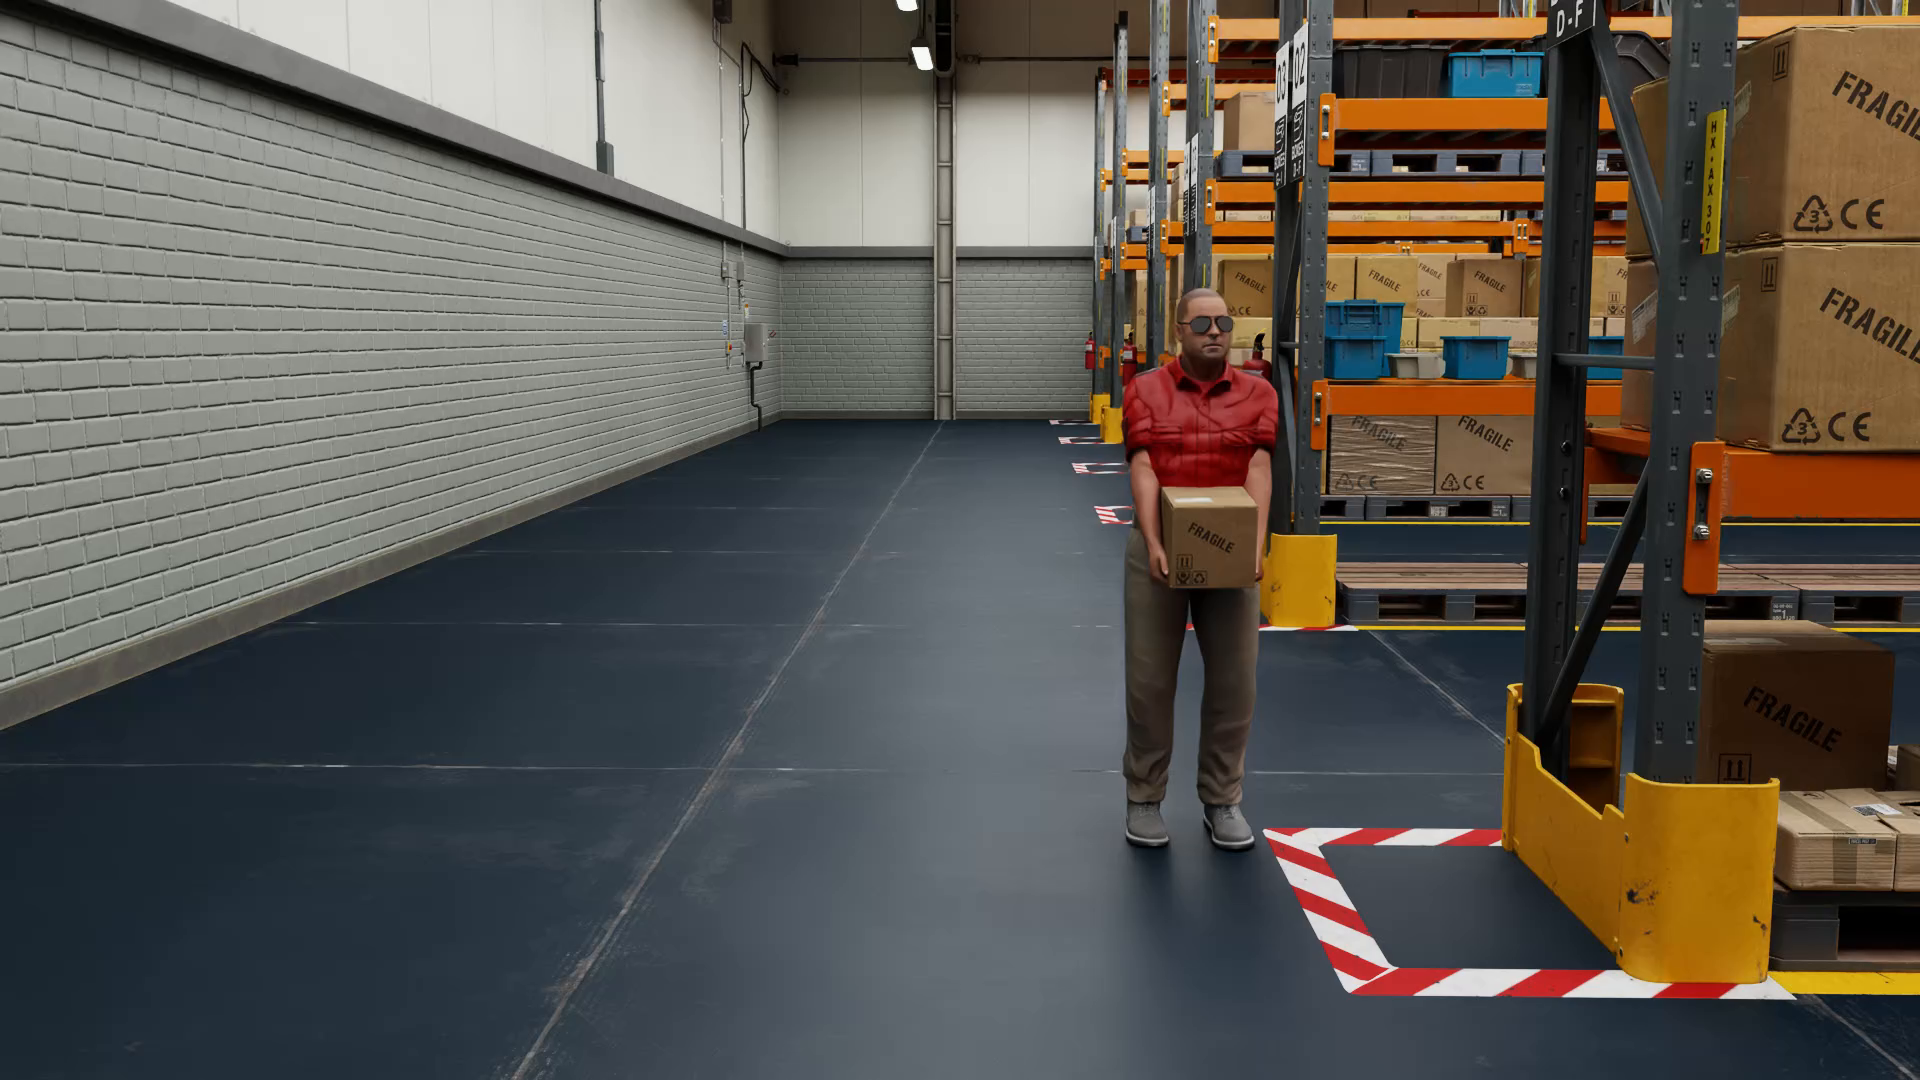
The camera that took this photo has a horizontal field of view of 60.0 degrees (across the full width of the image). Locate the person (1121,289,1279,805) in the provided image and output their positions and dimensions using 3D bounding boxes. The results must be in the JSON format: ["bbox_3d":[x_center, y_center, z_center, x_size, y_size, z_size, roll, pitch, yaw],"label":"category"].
[{"bbox_3d":[0.749,0.052,5.149,0.490,1.647,0.541,0,7,-1],"label":"person"}]
